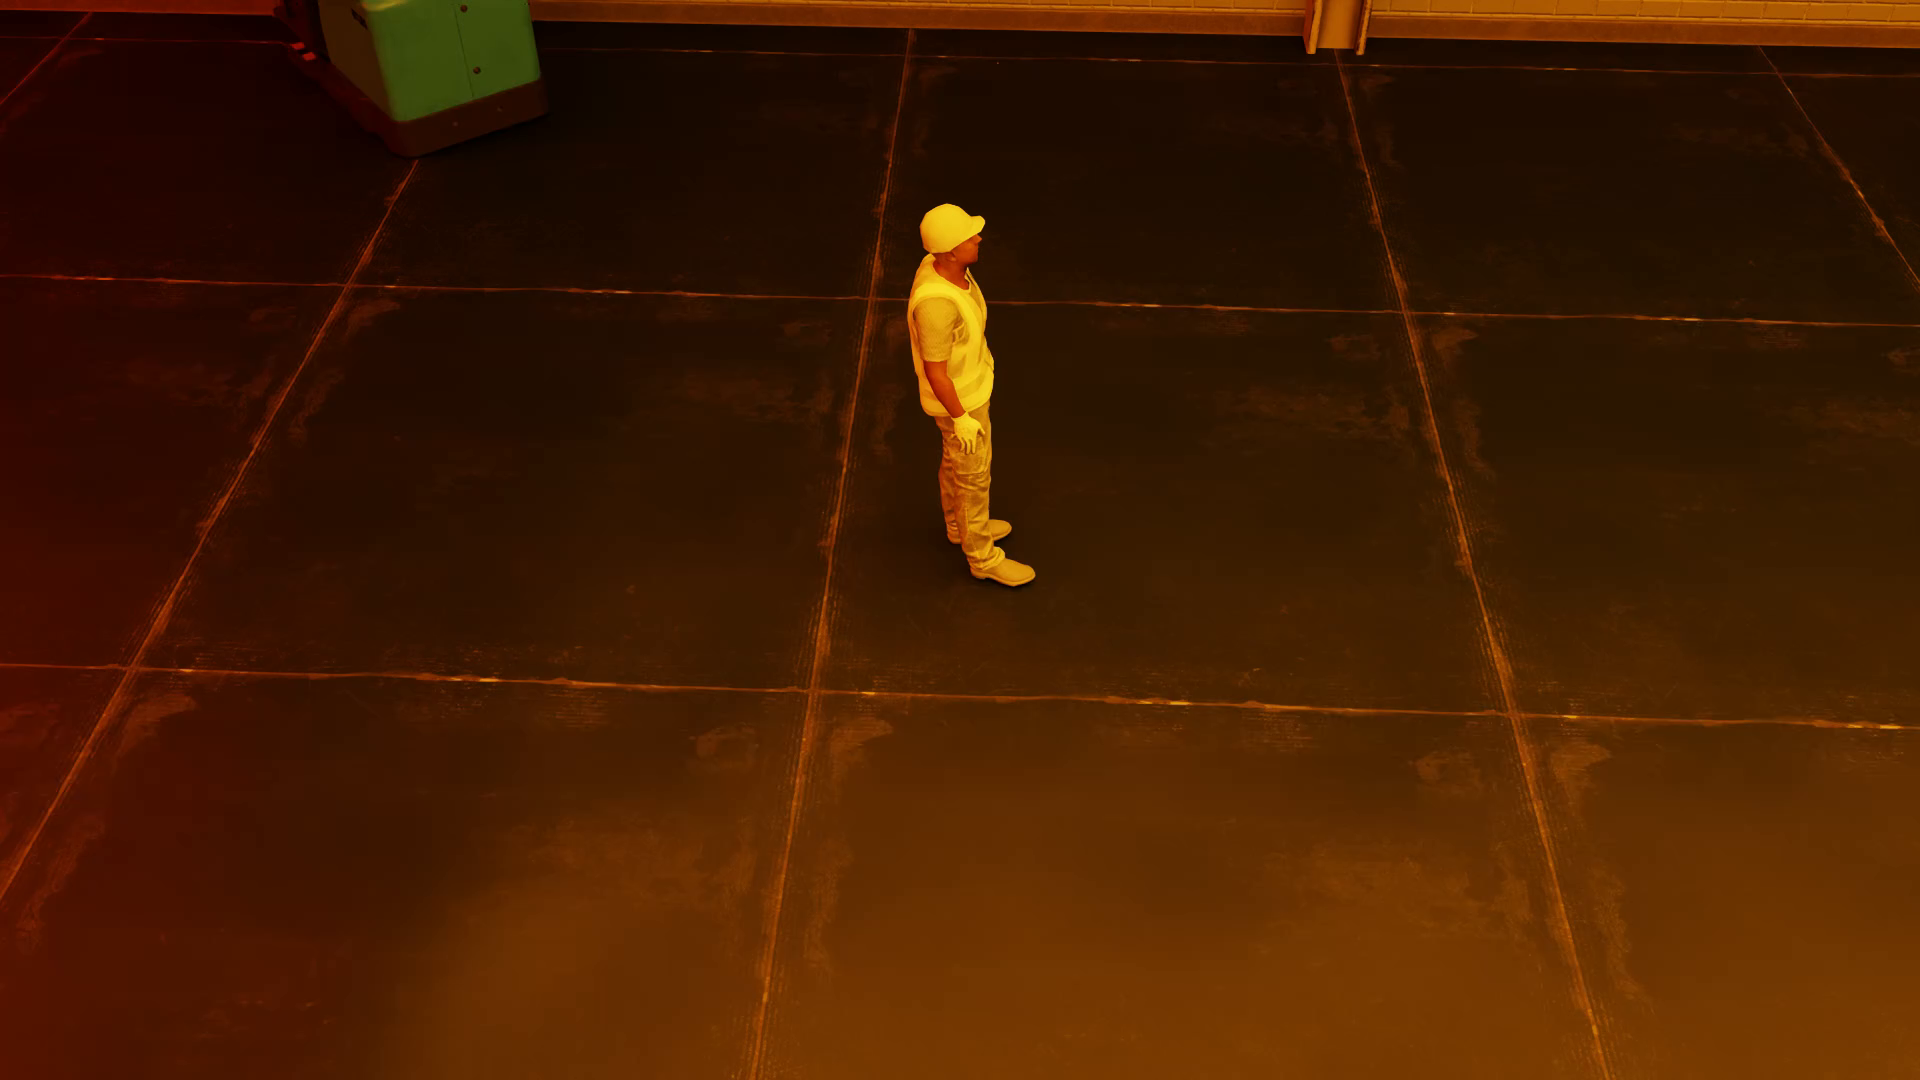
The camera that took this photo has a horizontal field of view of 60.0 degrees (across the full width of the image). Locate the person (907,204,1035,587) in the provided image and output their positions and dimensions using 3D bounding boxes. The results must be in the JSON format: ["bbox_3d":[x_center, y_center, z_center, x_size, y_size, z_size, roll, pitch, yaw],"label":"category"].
[{"bbox_3d":[0.071,-0.656,7.301,0.577,1.782,0.656,2,42,2],"label":"person"}]

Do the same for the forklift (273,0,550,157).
[{"bbox_3d":[-3.986,-4.426,10.590,1.130,2.935,3.031,-28,49,-27],"label":"forklift"}]
